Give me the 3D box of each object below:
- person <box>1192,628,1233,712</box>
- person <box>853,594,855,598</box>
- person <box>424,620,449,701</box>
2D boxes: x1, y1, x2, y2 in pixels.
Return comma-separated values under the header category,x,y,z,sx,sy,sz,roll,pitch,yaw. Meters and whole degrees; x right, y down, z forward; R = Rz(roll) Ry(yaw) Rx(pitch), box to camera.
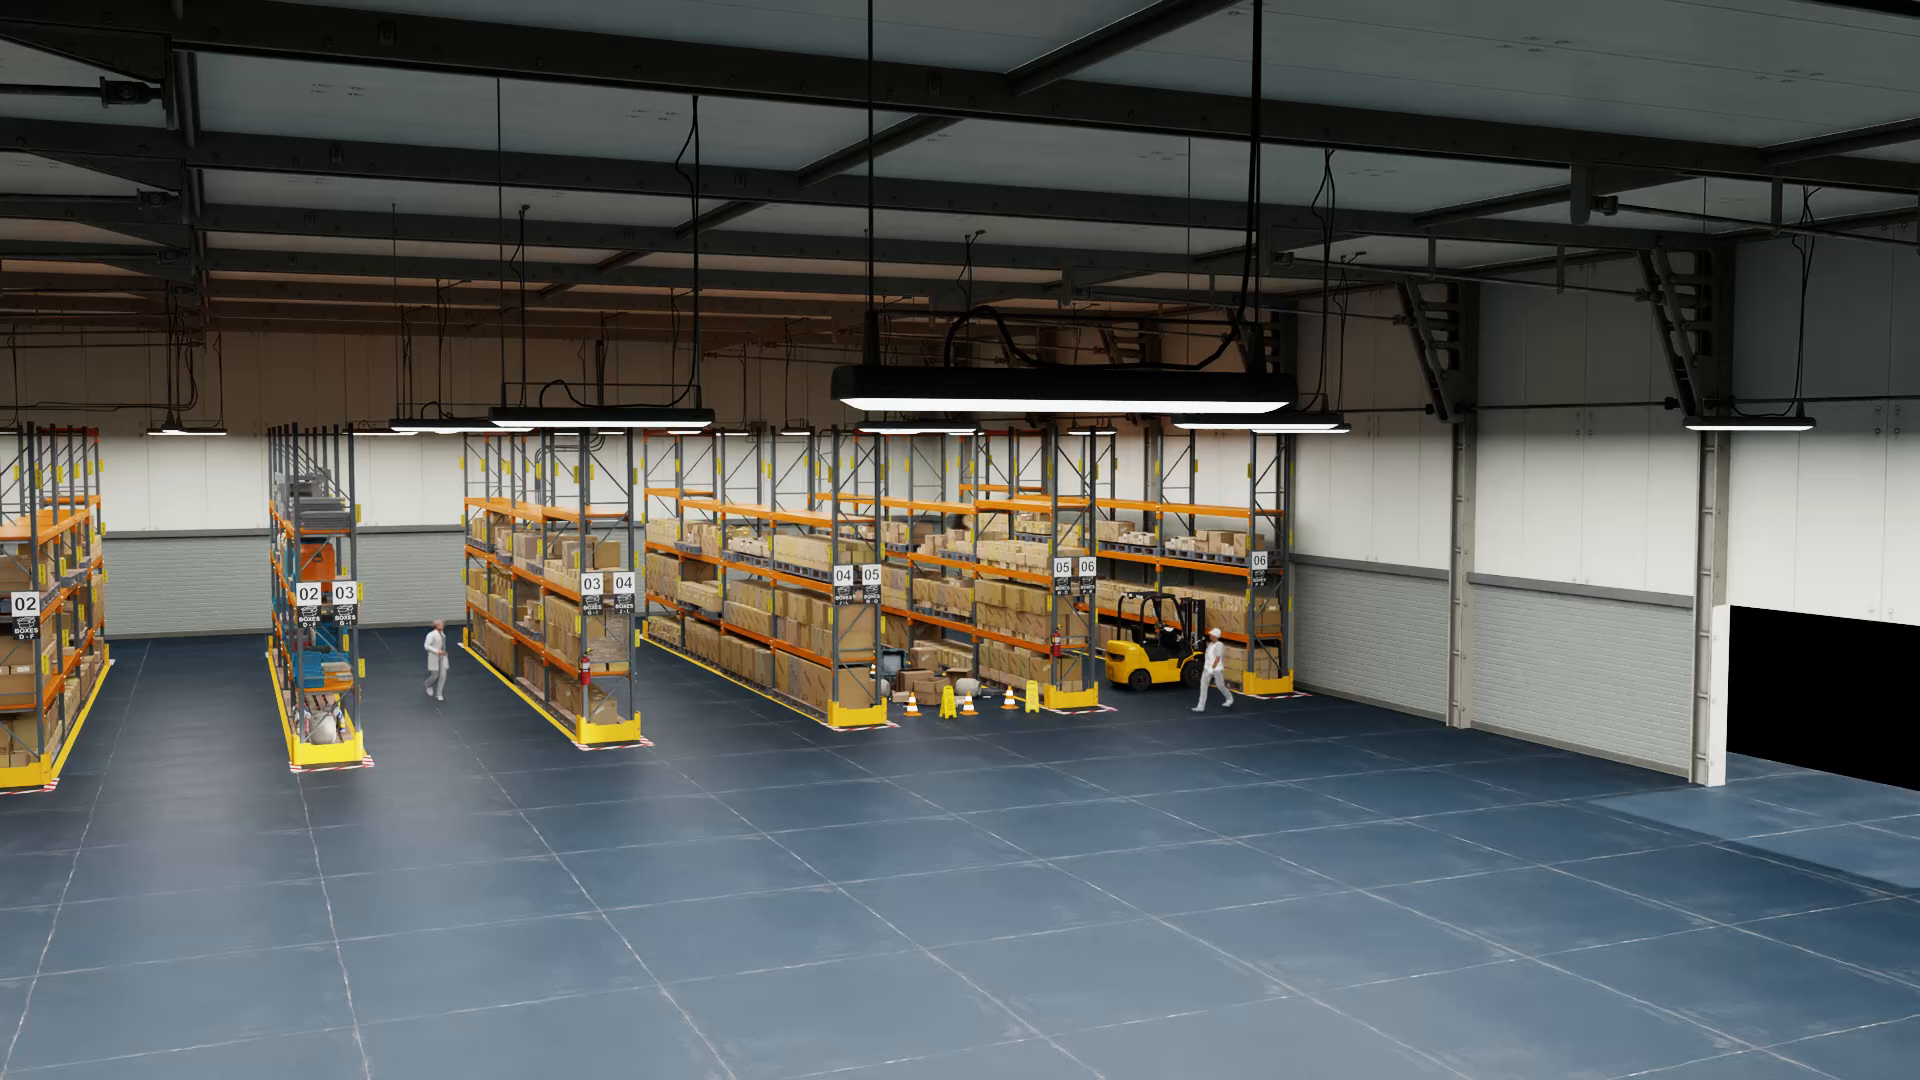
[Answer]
category,x,y,z,sx,sy,sz,roll,pitch,yaw
person,5.339,2.720,34.871,1.065,1.746,0.499,-3,5,-45
person,-2.806,2.239,43.367,0.437,1.676,0.496,-2,4,-35
person,-11.555,2.671,36.531,0.594,1.663,0.807,-3,5,-42
